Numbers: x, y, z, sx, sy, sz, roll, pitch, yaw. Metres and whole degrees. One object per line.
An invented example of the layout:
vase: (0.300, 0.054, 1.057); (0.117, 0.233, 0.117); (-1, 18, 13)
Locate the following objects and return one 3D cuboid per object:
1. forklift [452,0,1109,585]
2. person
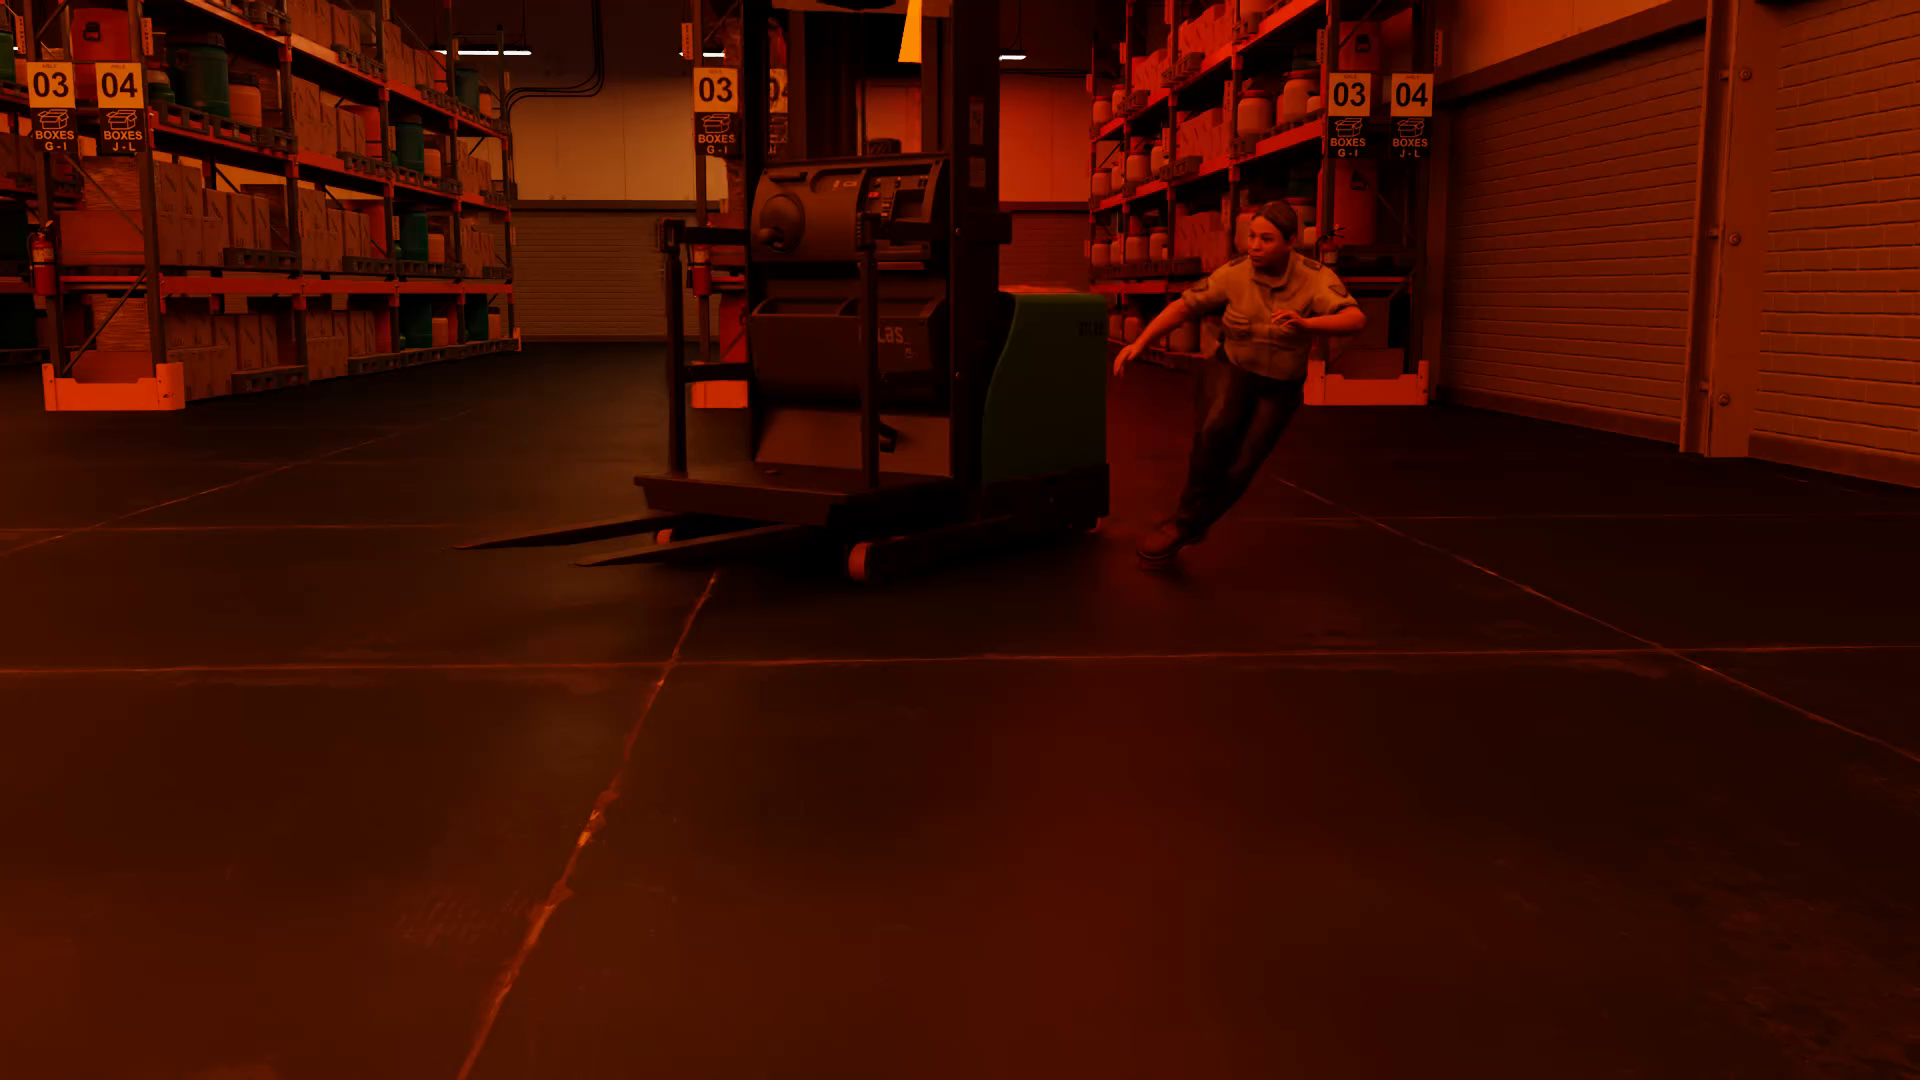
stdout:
forklift: (-0.582, -1.361, 6.494); (1.130, 2.935, 3.031); (6, 10, 35)
person: (1.037, -0.551, 6.287); (0.913, 1.426, 0.853); (1, 9, 7)
